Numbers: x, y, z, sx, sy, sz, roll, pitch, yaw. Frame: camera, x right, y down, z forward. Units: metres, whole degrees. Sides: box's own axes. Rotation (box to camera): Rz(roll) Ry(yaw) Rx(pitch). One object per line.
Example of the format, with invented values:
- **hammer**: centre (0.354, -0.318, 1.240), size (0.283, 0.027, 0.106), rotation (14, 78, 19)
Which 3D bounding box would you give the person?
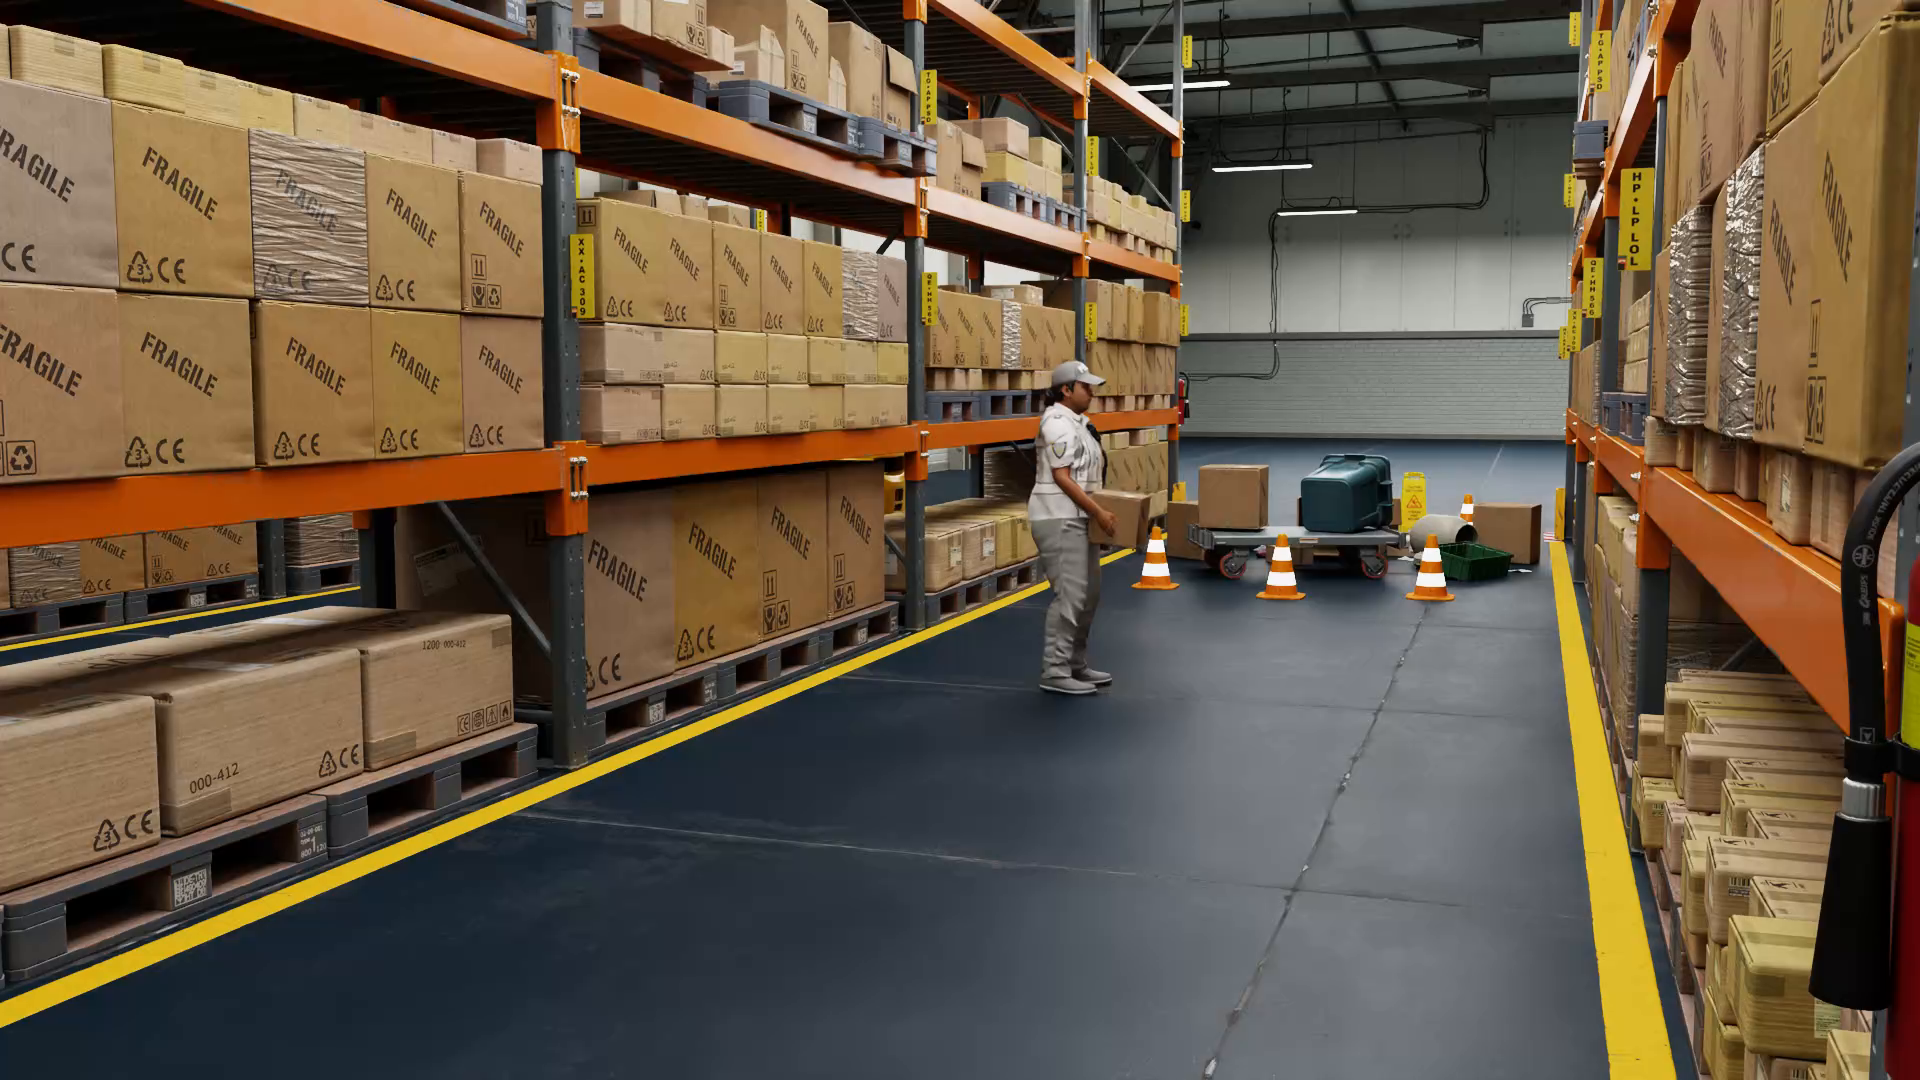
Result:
- **person**: centre (0.600, -0.074, 8.479), size (0.490, 1.671, 0.493), rotation (2, 6, 18)
